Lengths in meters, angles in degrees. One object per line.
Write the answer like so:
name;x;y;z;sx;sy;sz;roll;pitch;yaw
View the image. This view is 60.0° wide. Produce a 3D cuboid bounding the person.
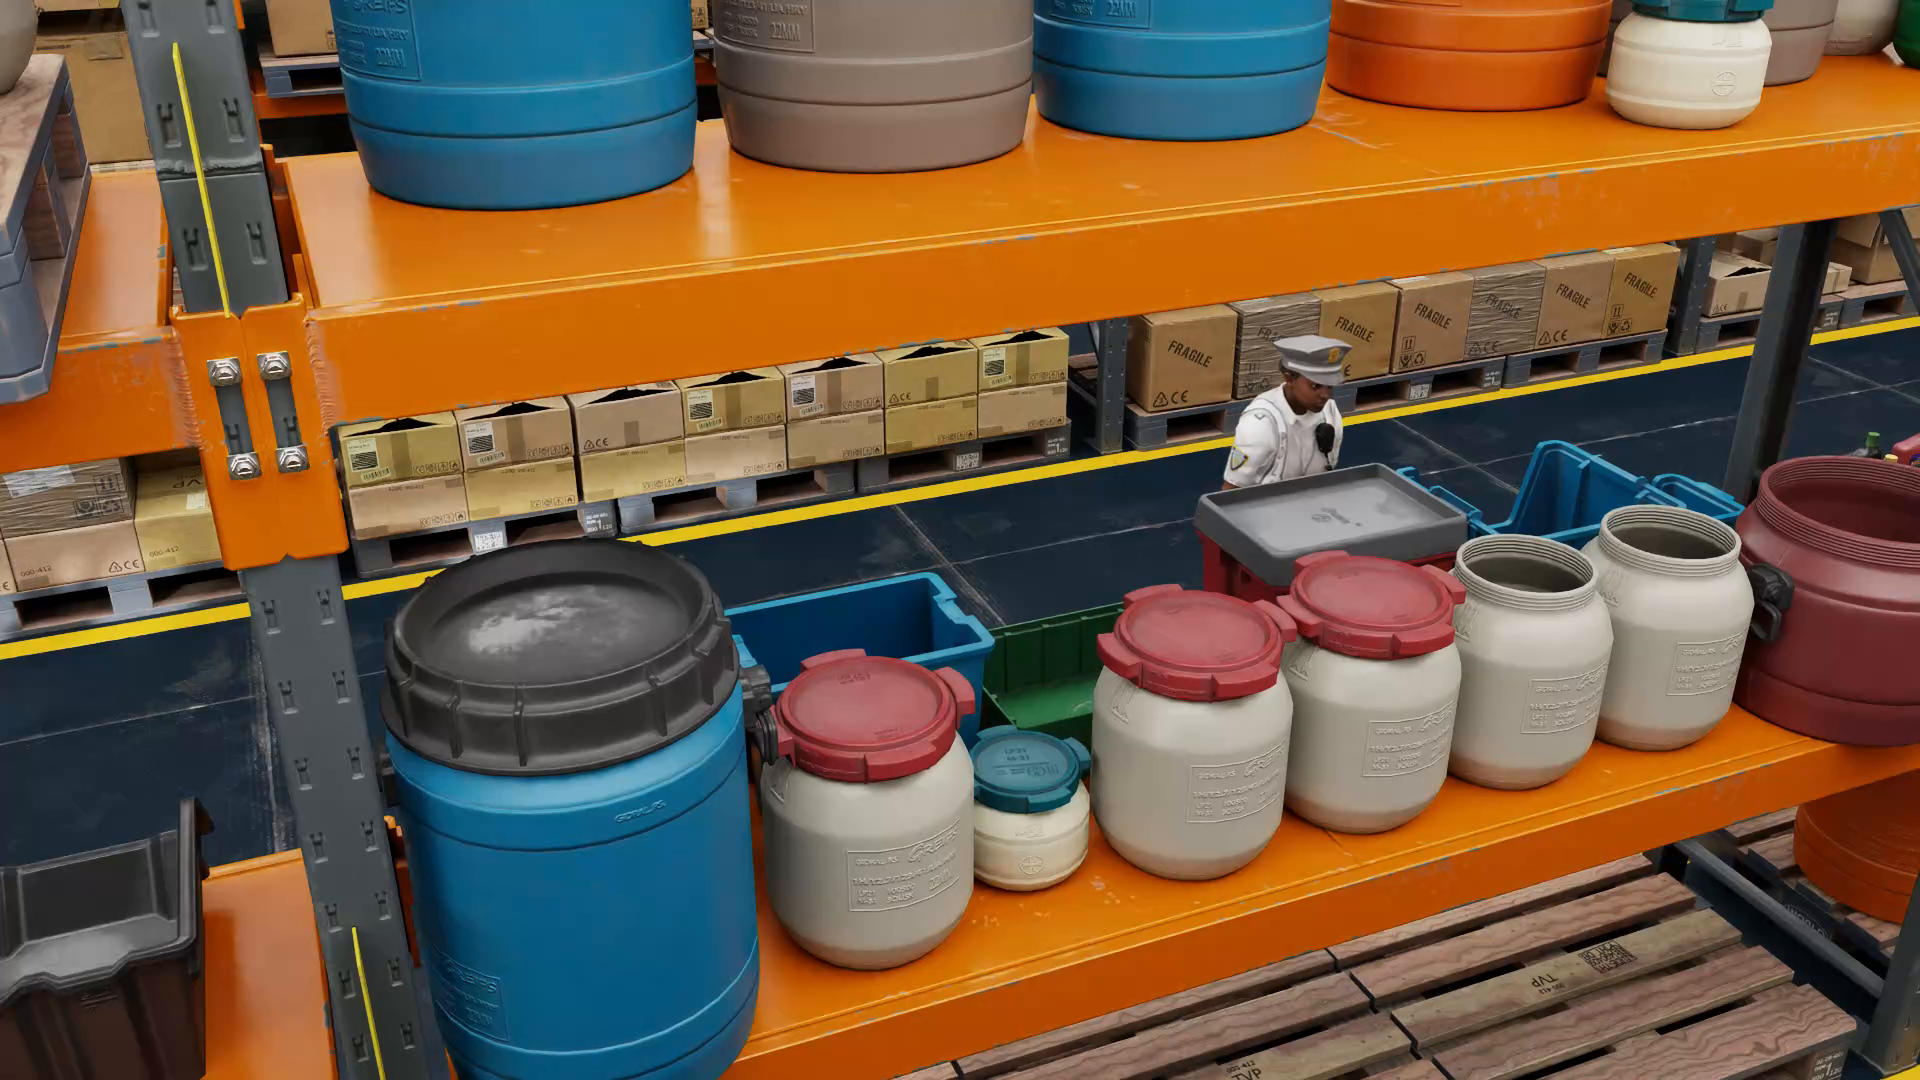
person;1.149;0.041;6.027;0.526;1.661;0.418;-12;28;-22
